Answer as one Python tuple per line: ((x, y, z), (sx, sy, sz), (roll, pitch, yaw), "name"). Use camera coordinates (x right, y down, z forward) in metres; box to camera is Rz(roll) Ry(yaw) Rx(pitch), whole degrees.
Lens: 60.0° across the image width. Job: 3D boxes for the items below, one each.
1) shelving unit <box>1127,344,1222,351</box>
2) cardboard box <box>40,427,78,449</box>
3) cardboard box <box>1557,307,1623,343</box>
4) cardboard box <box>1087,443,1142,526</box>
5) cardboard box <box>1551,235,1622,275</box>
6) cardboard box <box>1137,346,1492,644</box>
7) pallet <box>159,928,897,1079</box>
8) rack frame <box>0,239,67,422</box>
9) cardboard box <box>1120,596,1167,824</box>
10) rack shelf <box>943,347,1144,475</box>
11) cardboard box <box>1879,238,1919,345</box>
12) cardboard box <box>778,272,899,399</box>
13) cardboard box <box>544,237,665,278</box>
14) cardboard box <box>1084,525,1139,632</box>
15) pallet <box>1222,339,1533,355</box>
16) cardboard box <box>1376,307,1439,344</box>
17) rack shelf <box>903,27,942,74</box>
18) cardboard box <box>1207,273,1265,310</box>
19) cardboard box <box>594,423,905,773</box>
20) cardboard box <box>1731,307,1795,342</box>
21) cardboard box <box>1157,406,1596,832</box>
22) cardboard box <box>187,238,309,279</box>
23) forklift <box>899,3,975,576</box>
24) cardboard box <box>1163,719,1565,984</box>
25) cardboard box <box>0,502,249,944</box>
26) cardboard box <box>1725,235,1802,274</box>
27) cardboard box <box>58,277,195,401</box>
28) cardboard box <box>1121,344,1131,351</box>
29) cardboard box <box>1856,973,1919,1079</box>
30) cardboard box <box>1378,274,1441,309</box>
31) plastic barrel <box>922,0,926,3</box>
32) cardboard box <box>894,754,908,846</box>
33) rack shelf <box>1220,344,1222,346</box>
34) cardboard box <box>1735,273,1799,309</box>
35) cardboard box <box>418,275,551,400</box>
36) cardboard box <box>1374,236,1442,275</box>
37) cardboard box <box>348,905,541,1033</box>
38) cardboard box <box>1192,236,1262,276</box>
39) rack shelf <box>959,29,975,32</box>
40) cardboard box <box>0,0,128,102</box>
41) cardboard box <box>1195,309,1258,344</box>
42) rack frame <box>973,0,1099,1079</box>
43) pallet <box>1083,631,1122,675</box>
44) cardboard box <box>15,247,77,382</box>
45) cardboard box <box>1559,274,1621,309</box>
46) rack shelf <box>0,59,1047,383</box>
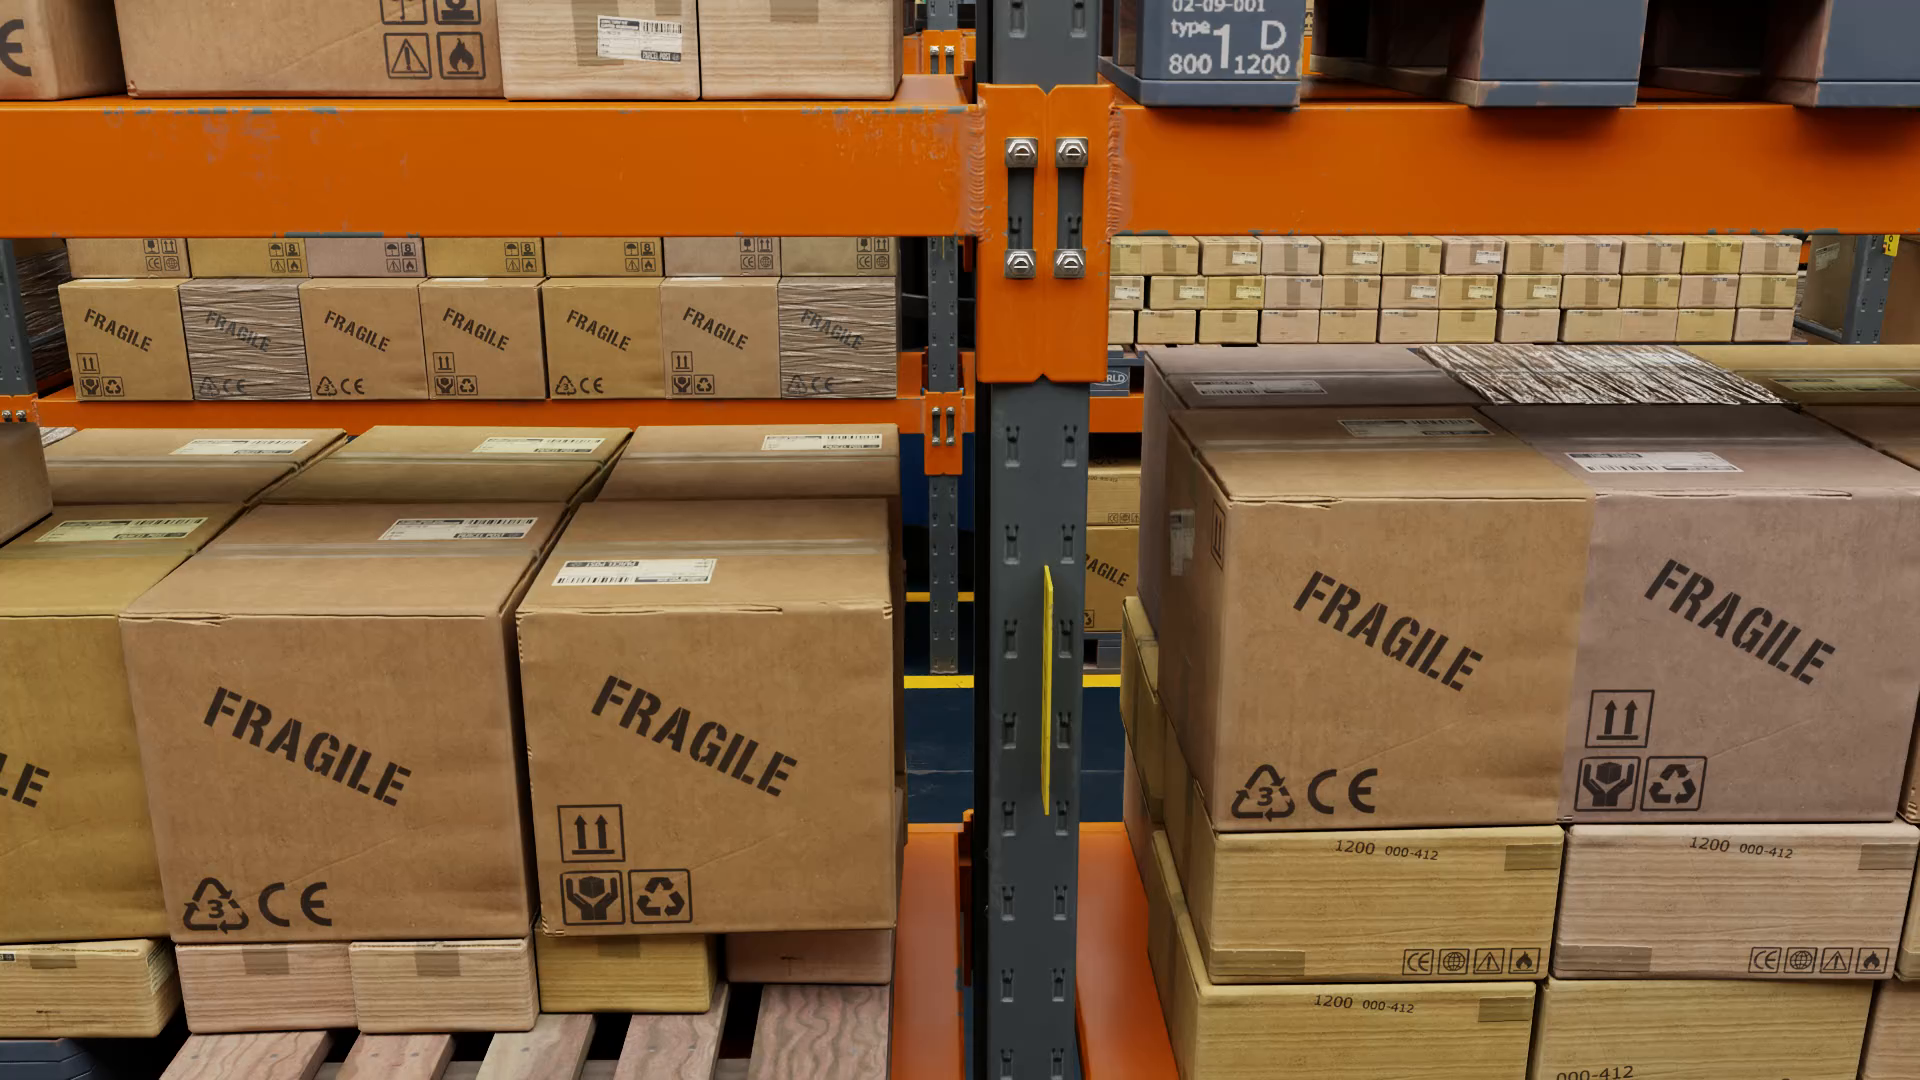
((1.344, -0.820, 8.915), (0.503, 2.100, 0.431), (-43, 25, -2), "shelving unit")
((-1.907, 0.102, 2.980), (0.500, 0.500, 0.500), (-1, 18, -3), "cardboard box")
((2.765, -0.995, 7.462), (0.250, 0.149, 0.380), (-1, 18, -4), "cardboard box")
((0.613, -0.257, 7.615), (0.500, 0.250, 0.500), (-1, 18, -3), "cardboard box")
((2.731, -1.278, 7.372), (0.250, 0.149, 0.380), (0, 18, -1), "cardboard box")
((0.611, -0.055, 3.009), (0.500, 0.500, 0.500), (-1, 18, -2), "cardboard box")
((-0.612, 0.678, 2.837), (1.003, 0.211, 1.213), (0, 18, -1), "pallet")
((-4.080, -0.941, 7.571), (0.127, 3.000, 1.000), (0, 18, -1), "rack frame")
((0.579, 0.304, 3.116), (0.500, 0.250, 0.500), (0, 18, -1), "cardboard box")
((1.919, -0.628, 7.771), (4.000, 0.370, 1.077), (0, 18, -1), "rack shelf")
((4.418, -1.095, 7.398), (0.500, 0.500, 0.500), (-1, 18, -2), "cardboard box")
((-0.527, -0.924, 7.354), (0.500, 0.500, 0.500), (0, 18, -1), "cardboard box")
((-1.548, -1.479, 7.448), (0.500, 0.500, 0.700), (-1, 18, -2), "cardboard box")
((0.631, 0.104, 7.717), (0.500, 0.500, 0.500), (-1, 18, -3), "cardboard box")
((1.898, -0.891, 7.730), (1.213, 0.211, 1.003), (0, 18, -1), "pallet")
((1.956, -0.989, 7.445), (0.250, 0.149, 0.380), (-1, 18, -3), "cardboard box")
((-2.080, -2.037, 7.253), (4.000, 0.370, 1.077), (0, 18, -1), "rack shelf")
((1.196, -1.129, 7.394), (0.250, 0.149, 0.380), (0, 18, -1), "cardboard box")
((-0.355, 0.093, 3.009), (0.500, 0.500, 0.500), (-1, 18, -2), "cardboard box")
((3.525, -0.998, 7.471), (0.250, 0.149, 0.380), (-1, 18, -2), "cardboard box")
((0.596, 0.099, 2.527), (0.500, 0.500, 0.500), (-1, 18, -3), "cardboard box")
((-3.070, -1.472, 7.426), (0.500, 0.500, 0.700), (-1, 18, -2), "cardboard box")
((0.290, -1.606, 9.755), (1.130, 2.935, 3.031), (6, 19, 18), "forklift")
((0.609, 0.457, 2.639), (0.500, 0.250, 0.500), (0, 18, -1), "cardboard box")
((-1.373, 0.257, 2.497), (0.500, 0.500, 0.500), (-1, 18, -5), "cardboard box")
((3.521, -1.282, 7.383), (0.250, 0.149, 0.380), (1, 18, 2), "cardboard box")
((-3.550, -0.909, 7.308), (0.500, 0.500, 0.500), (0, 18, 0), "cardboard box")
((1.524, -1.663, 12.612), (0.875, 0.875, 1.225), (0, 18, -1), "cardboard box")
((1.630, 0.688, 2.738), (0.500, 0.250, 0.500), (0, 18, 1), "cardboard box")
((1.963, -1.133, 7.405), (0.250, 0.149, 0.380), (0, 18, 1), "cardboard box")
((-0.382, -5.326, 16.584), (0.294, 0.245, 0.294), (0, 18, 0), "plastic barrel")
((-0.229, 0.415, 3.067), (0.250, 0.149, 0.380), (-1, 18, -4), "cardboard box")
((1.352, -0.811, 8.921), (0.480, 0.518, 0.431), (-43, 25, -2), "rack shelf")
((3.524, -1.140, 7.426), (0.250, 0.149, 0.380), (0, 18, 1), "cardboard box")
((-2.038, -0.916, 7.329), (0.500, 0.500, 0.500), (0, 18, 0), "cardboard box")
((1.948, -1.274, 7.359), (0.250, 0.149, 0.380), (-1, 18, -2), "cardboard box")
((-0.744, 0.582, 2.546), (0.250, 0.149, 0.380), (0, 18, -1), "cardboard box")
((1.163, -1.270, 7.347), (0.250, 0.149, 0.380), (-1, 18, -3), "cardboard box")
((1.942, -3.571, 12.037), (4.000, 0.370, 1.077), (0, 18, -1), "rack shelf")
((-1.426, -0.911, 2.396), (0.637, 0.503, 0.797), (0, 18, -1), "cardboard box")
((1.178, -0.986, 7.434), (0.250, 0.149, 0.380), (1, 18, 2), "cardboard box")
((0.099, 0.552, 2.917), (0.053, 2.616, 0.949), (0, 18, -1), "rack frame")
((0.701, 0.364, 8.068), (1.213, 0.211, 1.003), (0, 18, -1), "pallet")
((-4.449, -1.007, 7.532), (0.550, 0.550, 0.875), (0, 18, -1), "cardboard box")
((2.739, -1.135, 7.412), (0.250, 0.149, 0.380), (-1, 18, -3), "cardboard box")
((-1.901, -0.525, 2.542), (4.000, 0.370, 1.077), (0, 18, -1), "rack shelf")
